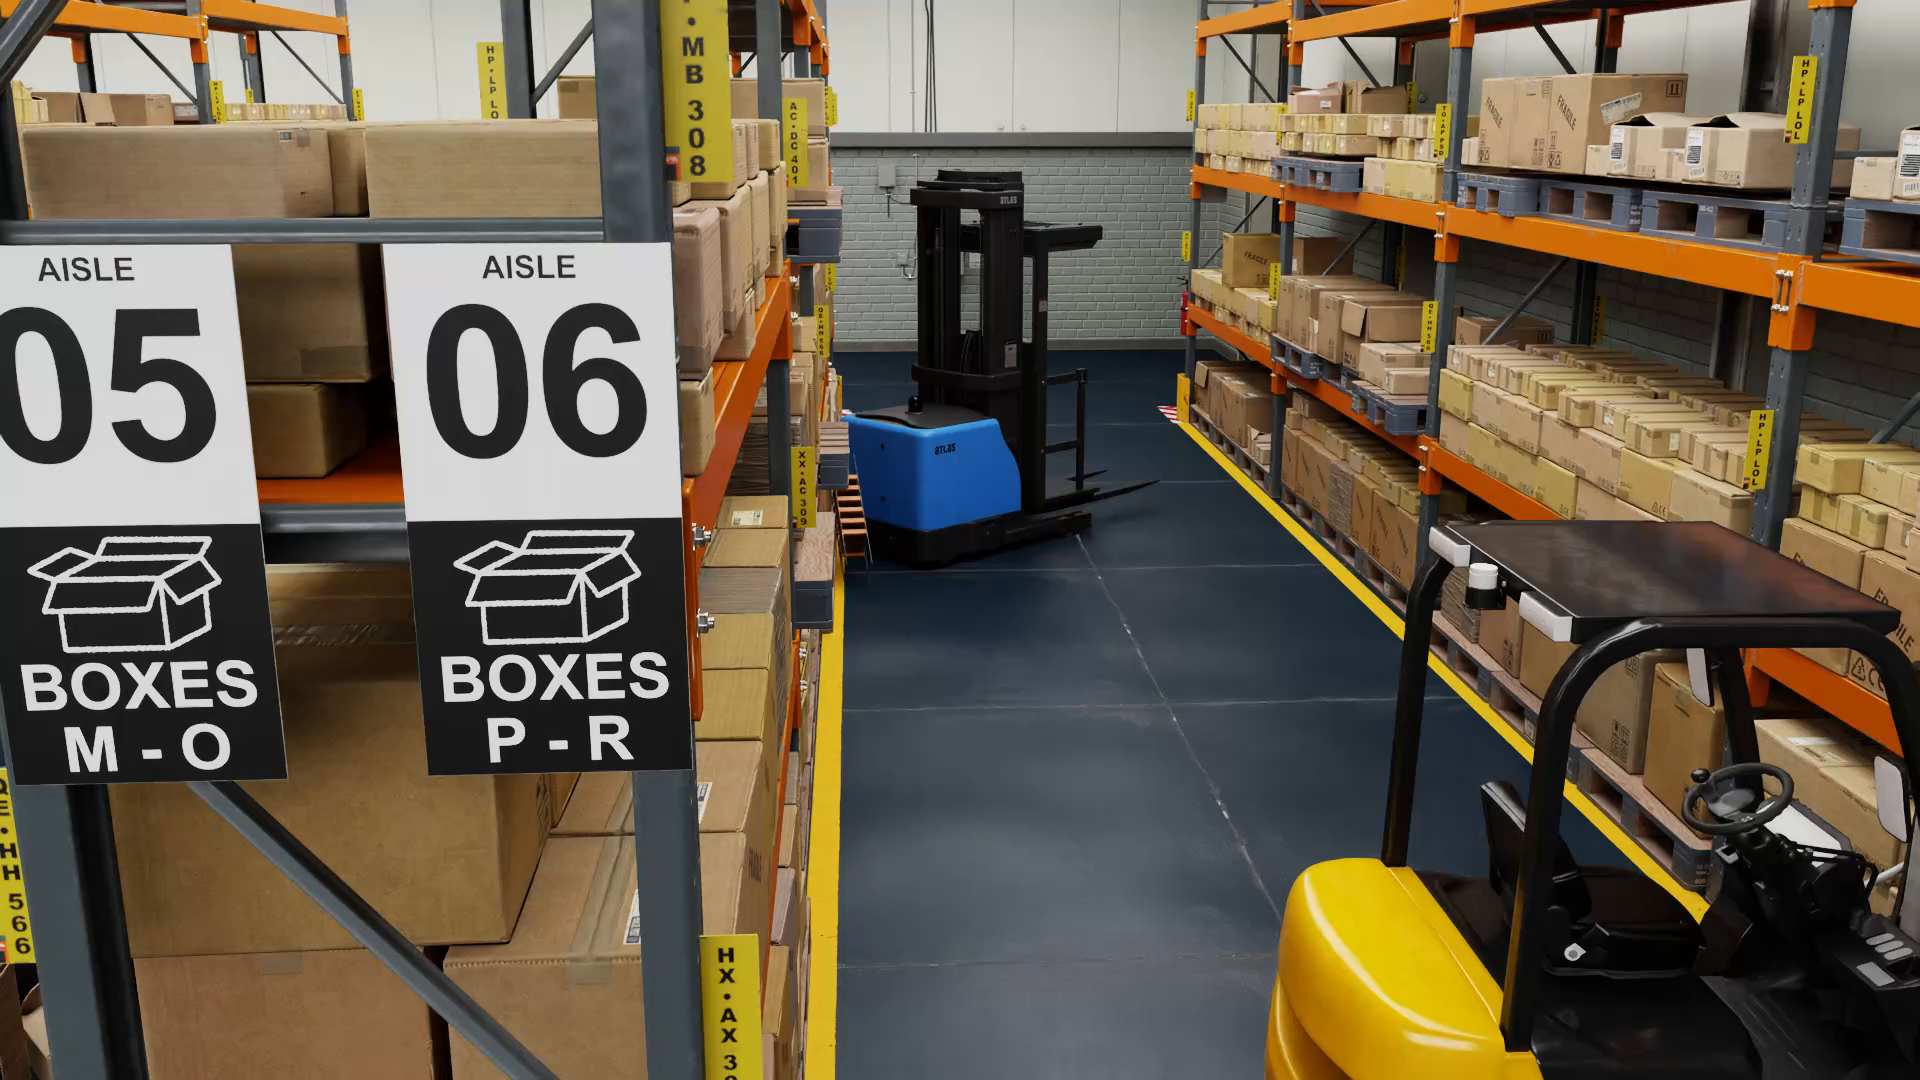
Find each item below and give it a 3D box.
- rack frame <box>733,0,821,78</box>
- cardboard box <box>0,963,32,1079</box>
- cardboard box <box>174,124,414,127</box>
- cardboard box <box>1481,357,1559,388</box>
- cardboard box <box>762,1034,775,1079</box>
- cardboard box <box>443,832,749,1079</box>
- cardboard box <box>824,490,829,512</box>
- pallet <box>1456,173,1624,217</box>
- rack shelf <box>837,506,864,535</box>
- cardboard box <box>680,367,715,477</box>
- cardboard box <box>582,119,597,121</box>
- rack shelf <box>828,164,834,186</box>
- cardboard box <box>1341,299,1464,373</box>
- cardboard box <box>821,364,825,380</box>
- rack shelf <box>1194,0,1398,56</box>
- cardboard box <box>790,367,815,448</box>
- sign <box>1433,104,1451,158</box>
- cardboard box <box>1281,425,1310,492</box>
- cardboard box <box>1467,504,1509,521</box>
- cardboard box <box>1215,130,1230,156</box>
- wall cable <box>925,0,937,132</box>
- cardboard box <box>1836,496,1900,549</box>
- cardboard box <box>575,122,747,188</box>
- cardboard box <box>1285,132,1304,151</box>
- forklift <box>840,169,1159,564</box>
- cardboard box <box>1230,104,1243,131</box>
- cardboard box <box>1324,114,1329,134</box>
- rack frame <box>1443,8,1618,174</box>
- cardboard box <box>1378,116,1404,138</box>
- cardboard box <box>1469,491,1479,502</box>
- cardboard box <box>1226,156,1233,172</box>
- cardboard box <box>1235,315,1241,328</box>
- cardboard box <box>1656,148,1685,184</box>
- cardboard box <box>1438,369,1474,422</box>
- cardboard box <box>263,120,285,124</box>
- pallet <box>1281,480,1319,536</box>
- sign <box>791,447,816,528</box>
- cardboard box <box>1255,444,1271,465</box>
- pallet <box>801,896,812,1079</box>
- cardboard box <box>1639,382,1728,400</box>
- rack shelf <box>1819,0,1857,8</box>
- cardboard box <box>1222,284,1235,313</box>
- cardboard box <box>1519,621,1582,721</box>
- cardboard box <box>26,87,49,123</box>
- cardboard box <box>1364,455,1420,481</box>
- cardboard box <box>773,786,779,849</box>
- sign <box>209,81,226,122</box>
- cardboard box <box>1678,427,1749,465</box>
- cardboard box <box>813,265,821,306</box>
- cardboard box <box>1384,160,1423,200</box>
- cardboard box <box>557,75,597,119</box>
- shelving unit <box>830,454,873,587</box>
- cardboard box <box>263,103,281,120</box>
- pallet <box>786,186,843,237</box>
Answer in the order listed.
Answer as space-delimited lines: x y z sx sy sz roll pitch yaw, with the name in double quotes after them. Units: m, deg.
-1.658 -4.672 13.626 1.000 3.000 0.127 -1 14 -3 "rack frame"
-3.616 1.731 5.518 0.797 0.637 0.503 -1 14 -3 "cardboard box"
-1.242 -0.707 3.139 0.380 0.149 0.250 -1 14 -4 "cardboard box"
3.329 -0.999 9.885 0.380 0.149 0.250 0 14 -2 "cardboard box"
-0.727 1.642 4.296 0.500 0.500 0.500 -1 14 -6 "cardboard box"
-0.667 0.903 3.200 0.500 0.500 0.500 -1 14 -4 "cardboard box"
-1.421 -0.341 12.255 0.875 0.875 0.875 -1 14 -3 "cardboard box"
3.675 -2.044 9.808 1.213 0.211 1.003 0 14 -1 "pallet"
-0.821 -0.128 12.414 0.180 0.258 0.103 -2 44 -11 "rack shelf"
-0.611 -0.201 2.772 0.380 0.149 0.250 -1 14 -3 "cardboard box"
-1.423 -1.347 5.626 0.380 0.149 0.250 0 14 -2 "cardboard box"
-1.782 -3.369 16.023 1.077 0.370 4.000 -1 14 -3 "rack shelf"
3.258 -1.506 12.311 0.797 0.503 0.637 -1 14 -5 "cardboard box"
-1.348 -1.460 13.482 0.500 0.250 0.500 -1 14 -4 "cardboard box"
3.172 -4.897 15.951 1.077 0.370 4.000 -1 14 -3 "rack shelf"
-0.954 -0.542 7.973 0.500 0.500 0.500 -1 14 -4 "cardboard box"
3.002 -2.545 10.340 0.100 0.325 0.005 -1 14 -3 "sign"
3.101 -0.714 14.453 0.500 0.500 0.500 0 14 -1 "cardboard box"
3.797 0.048 11.492 0.500 0.500 0.500 0 14 -1 "cardboard box"
2.874 -3.995 16.719 0.500 0.250 0.500 -1 14 -5 "cardboard box"
0.994 -7.140 23.143 2.988 3.039 0.133 -1 14 -3 "wall cable"
3.566 -0.070 6.275 0.380 0.149 0.250 -1 14 -2 "cardboard box"
-0.705 -0.907 3.915 0.380 0.149 0.250 0 14 -2 "cardboard box"
2.899 -3.282 13.703 0.380 0.149 0.250 -1 14 -3 "cardboard box"
0.450 -1.529 13.588 3.031 2.935 1.130 -14 20 -43 "forklift"
2.924 -4.113 16.174 0.500 0.250 0.500 0 14 -2 "cardboard box"
3.054 -3.235 12.924 0.380 0.149 0.250 -1 14 -3 "cardboard box"
3.544 -3.755 10.061 1.000 3.000 0.127 -1 14 -3 "rack frame"
3.165 -2.908 11.692 0.380 0.149 0.250 -1 14 -5 "cardboard box"
3.833 -0.358 11.768 0.380 0.149 0.250 0 14 -2 "cardboard box"
2.834 -3.705 16.390 0.380 0.149 0.250 -1 14 -3 "cardboard box"
2.946 -2.182 16.492 0.380 0.149 0.250 -1 14 -4 "cardboard box"
3.420 -1.707 7.580 0.380 0.149 0.250 -1 14 -4 "cardboard box"
3.302 -0.905 10.320 0.500 0.250 0.500 -1 14 -3 "cardboard box"
-6.426 -3.660 15.011 0.500 0.250 0.500 -1 14 -2 "cardboard box"
3.384 -0.292 14.239 1.003 0.211 1.213 -1 14 -3 "pallet"
-0.621 -0.207 6.573 0.100 0.325 0.005 -1 14 -3 "sign"
2.968 -0.801 15.499 0.380 0.149 0.250 -1 14 -5 "cardboard box"
-1.085 1.740 6.342 1.003 0.211 1.213 -1 14 -3 "pallet"
3.880 -0.753 8.931 0.380 0.149 0.250 0 14 -2 "cardboard box"
3.915 -1.721 4.401 1.077 0.370 4.000 -1 14 -3 "rack shelf"
2.926 -2.415 16.599 0.500 0.250 0.500 -1 14 -5 "cardboard box"
3.659 0.582 9.167 0.875 0.625 0.625 -1 15 -6 "cardboard box"
-6.182 -2.838 10.781 0.396 0.266 0.258 -1 14 -3 "cardboard box"
3.253 -0.538 12.468 0.380 0.149 0.250 -1 14 -4 "cardboard box"
-0.734 0.800 4.903 0.380 0.149 0.250 -1 14 -3 "cardboard box"
-6.039 -3.569 13.529 0.100 0.325 0.005 -1 14 -3 "sign"
3.552 -0.425 7.654 0.380 0.149 0.250 -1 14 -3 "cardboard box"
-1.254 -1.683 11.842 0.500 0.500 0.500 0 14 -2 "cardboard box"
3.238 -2.479 11.421 0.500 0.250 0.500 -1 14 -3 "cardboard box"
-1.325 -1.745 6.724 0.500 0.250 0.500 -1 14 -2 "cardboard box"
-0.827 -0.159 12.445 0.189 0.258 1.200 -2 44 -11 "shelving unit"
-6.402 -3.884 15.081 0.380 0.149 0.250 0 14 -1 "cardboard box"
-1.162 -1.552 7.896 1.213 0.211 1.003 -1 14 -3 "pallet"
